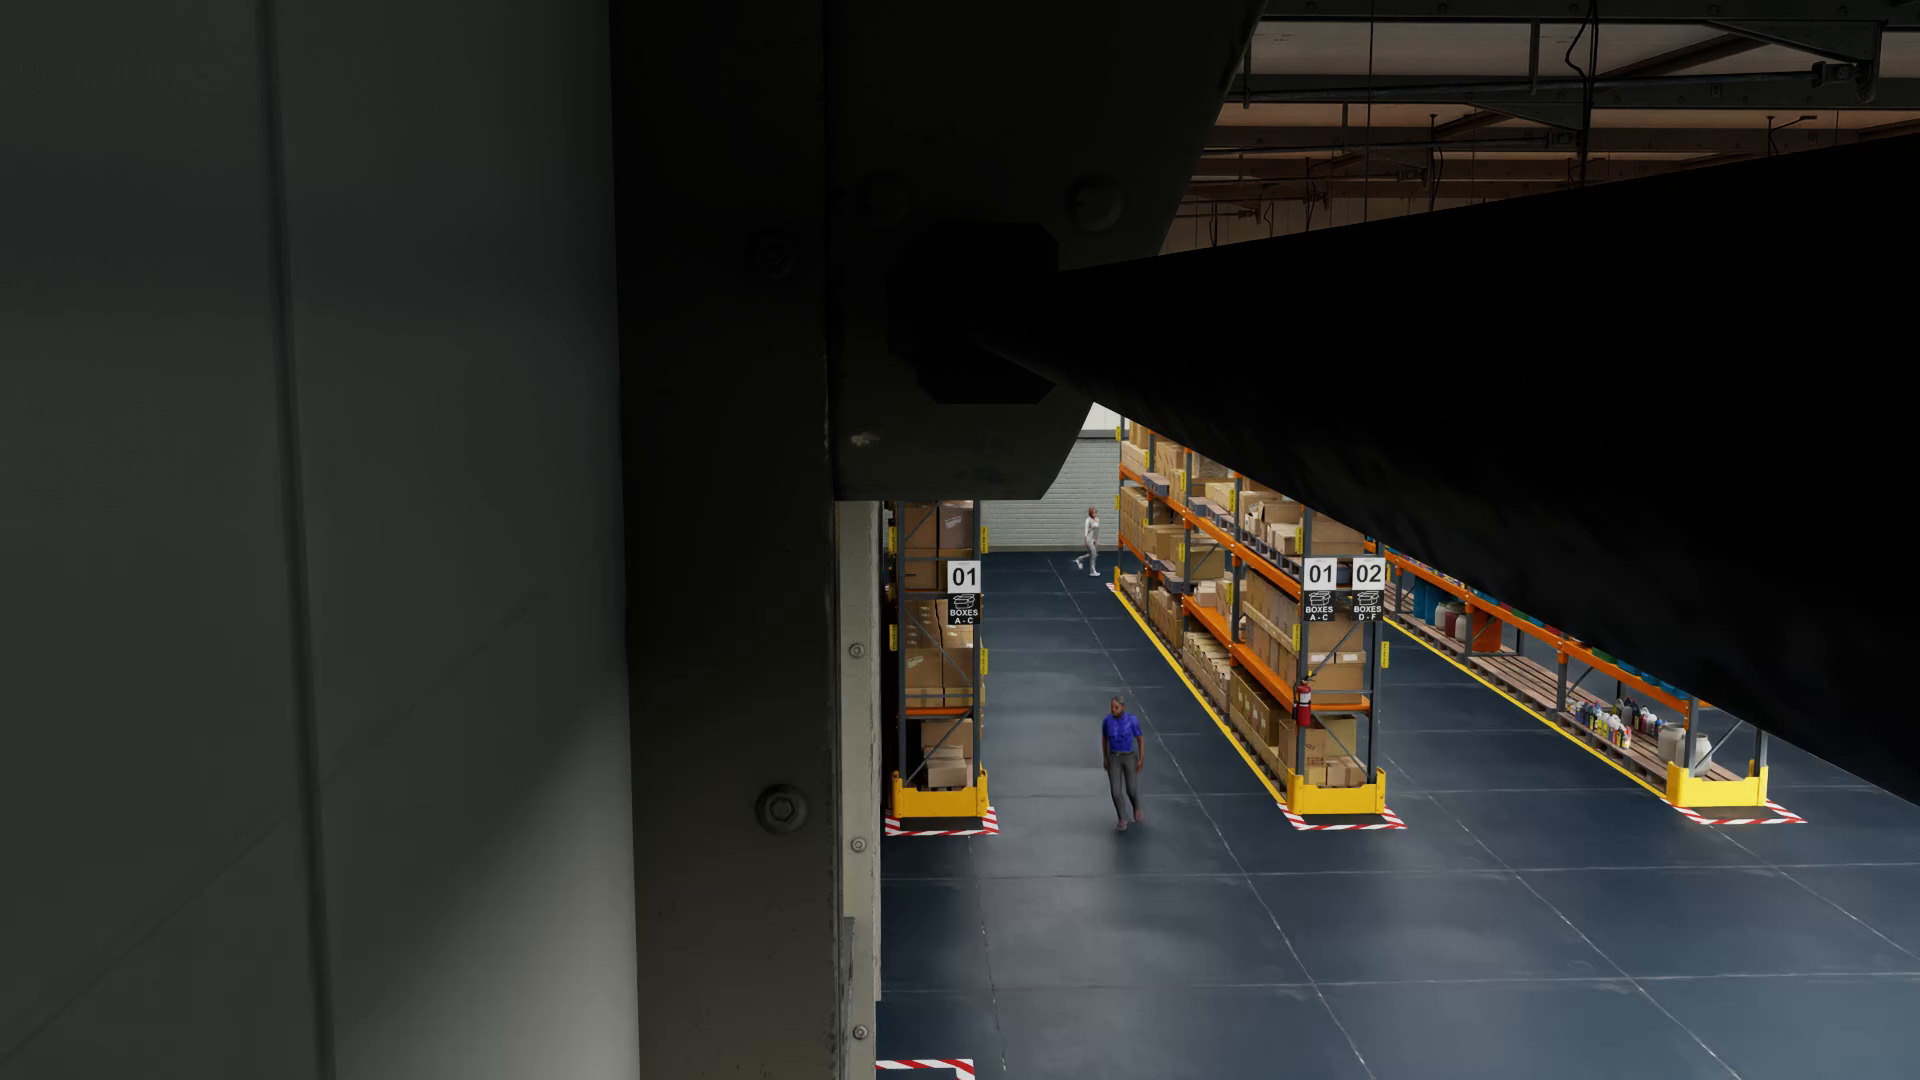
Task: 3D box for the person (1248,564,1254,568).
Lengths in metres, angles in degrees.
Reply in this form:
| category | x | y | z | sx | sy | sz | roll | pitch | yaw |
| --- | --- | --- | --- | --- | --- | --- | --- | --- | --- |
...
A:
| category | x | y | z | sx | sy | sz | roll | pitch | yaw |
| --- | --- | --- | --- | --- | --- | --- | --- | --- | --- |
| person | 5.886 | 0.765 | 32.887 | 0.452 | 1.684 | 0.477 | -7 | 11 | -41 |

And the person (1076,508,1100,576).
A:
| category | x | y | z | sx | sy | sz | roll | pitch | yaw |
| --- | --- | --- | --- | --- | --- | --- | --- | --- | --- |
| person | 2.983 | 0.015 | 38.424 | 0.718 | 1.570 | 0.413 | 6 | 10 | 35 |

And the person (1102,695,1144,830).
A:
| category | x | y | z | sx | sy | sz | roll | pitch | yaw |
| --- | --- | --- | --- | --- | --- | --- | --- | --- | --- |
| person | 1.976 | 2.650 | 20.104 | 0.522 | 1.640 | 0.486 | 3 | 9 | 17 |
